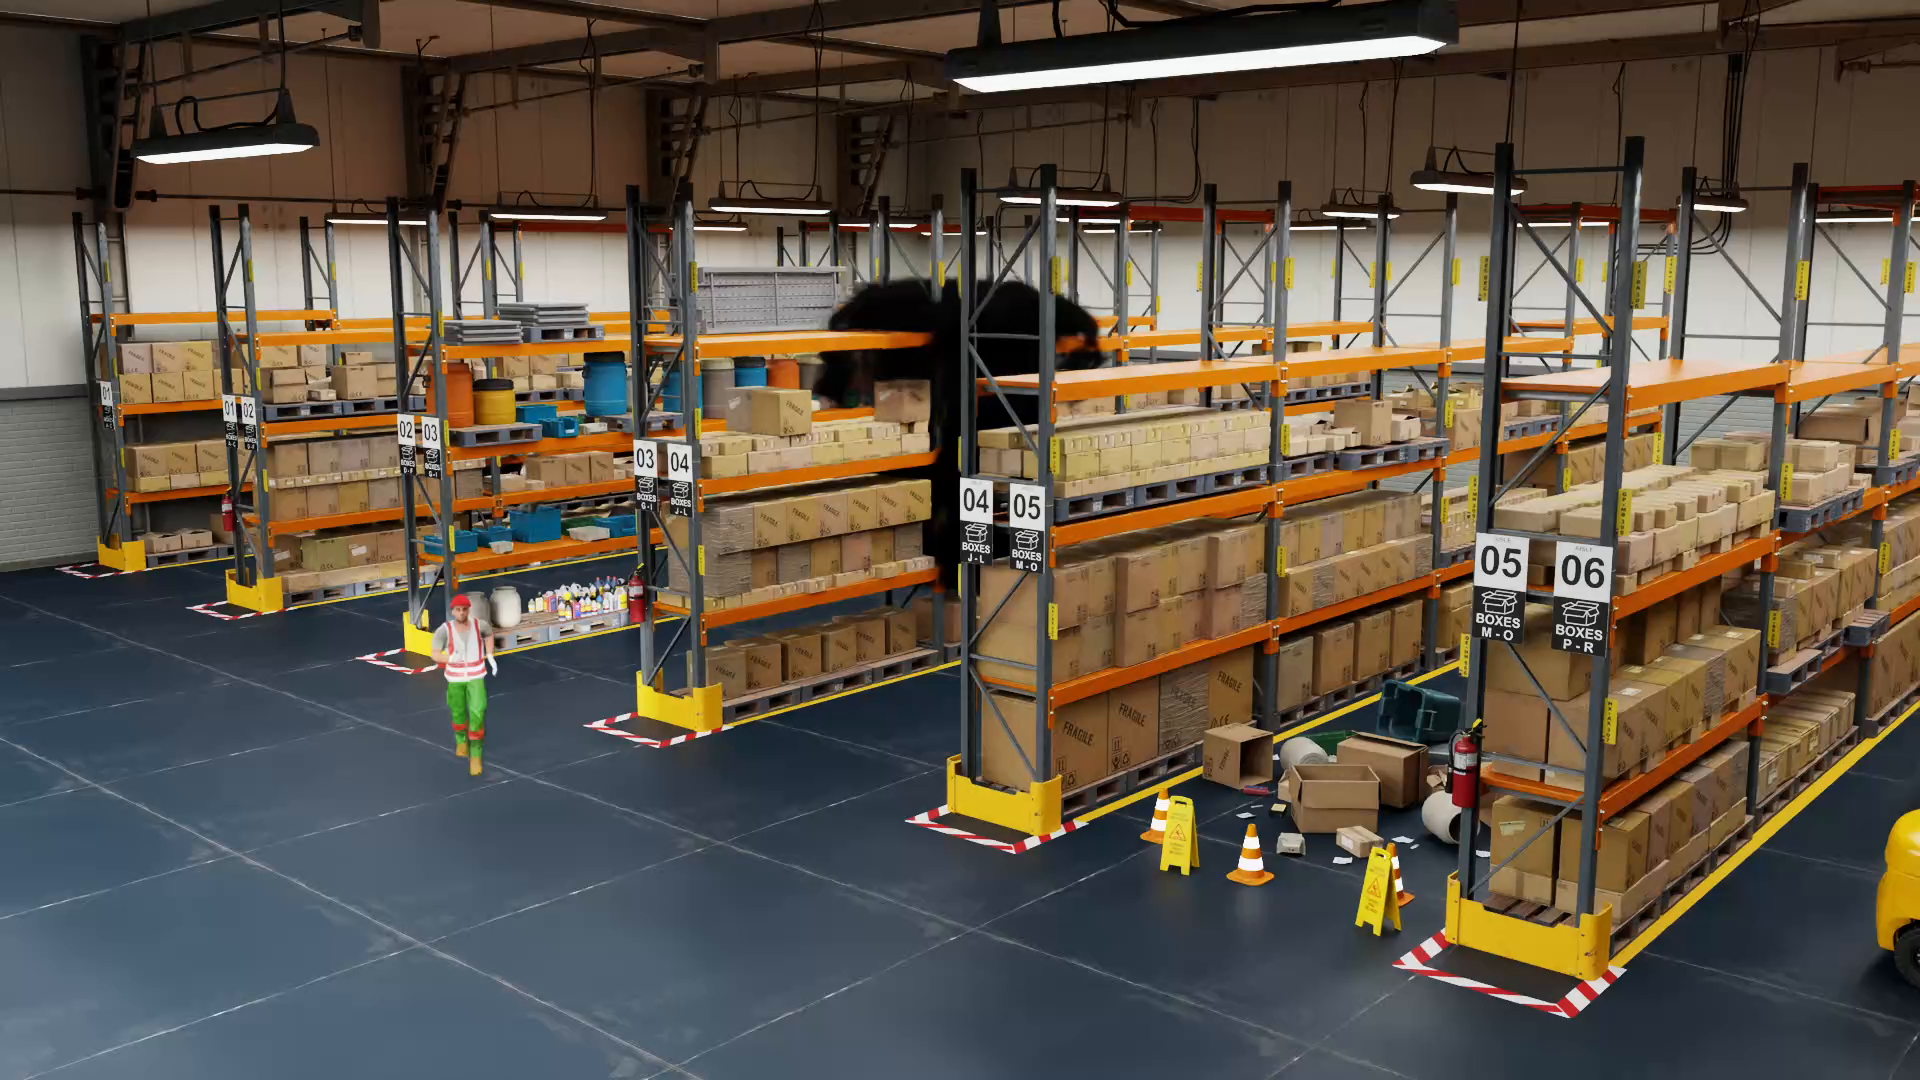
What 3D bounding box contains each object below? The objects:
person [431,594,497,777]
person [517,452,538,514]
[{"bbox_3d":[-5.086,1.451,17.100,0.646,1.840,0.886,-3,10,-18],"label":"person"},{"bbox_3d":[-8.259,-0.932,31.880,0.570,1.661,0.553,5,11,28],"label":"person"}]
